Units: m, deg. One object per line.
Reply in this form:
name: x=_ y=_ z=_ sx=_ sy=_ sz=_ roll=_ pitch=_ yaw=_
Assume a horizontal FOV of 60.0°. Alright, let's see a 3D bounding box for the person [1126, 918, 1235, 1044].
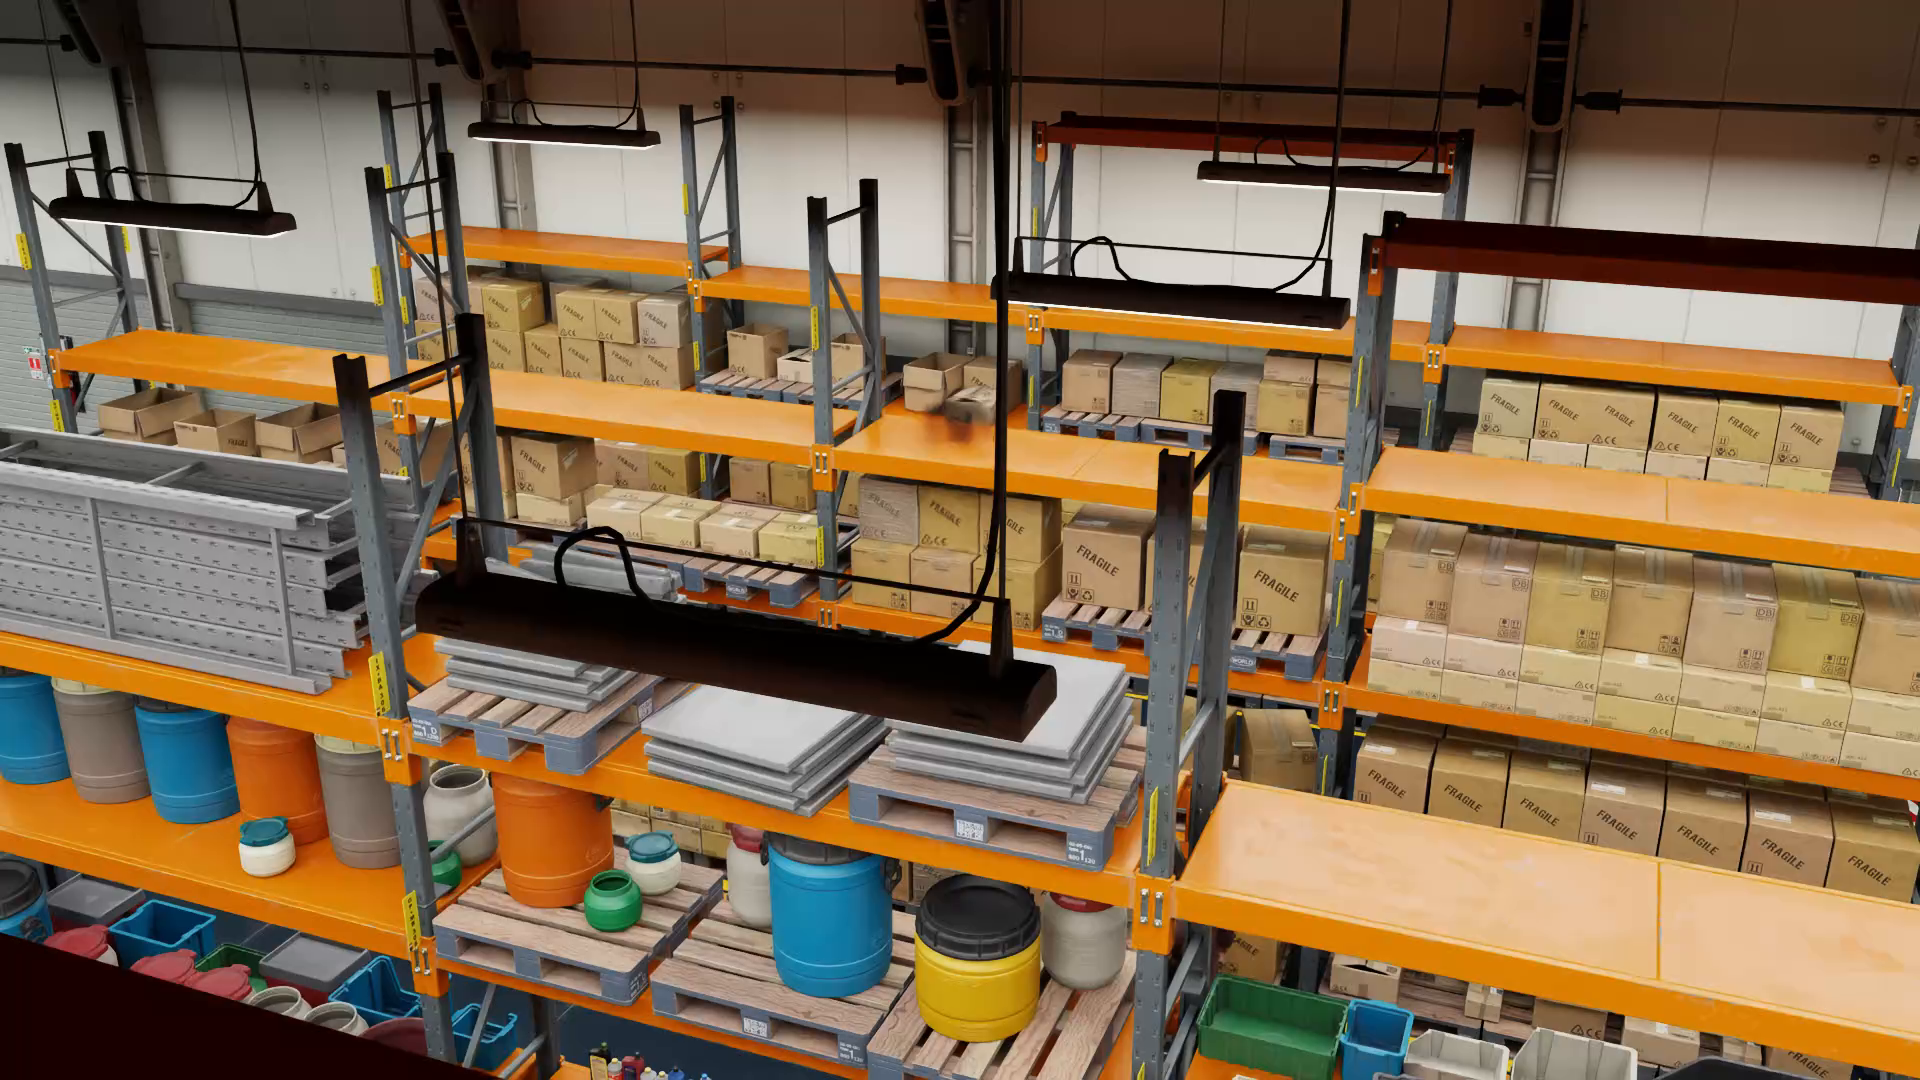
person: x=1.666 y=3.069 z=12.014 sx=0.940 sy=1.808 sz=0.647 roll=8 pitch=22 yaw=21
